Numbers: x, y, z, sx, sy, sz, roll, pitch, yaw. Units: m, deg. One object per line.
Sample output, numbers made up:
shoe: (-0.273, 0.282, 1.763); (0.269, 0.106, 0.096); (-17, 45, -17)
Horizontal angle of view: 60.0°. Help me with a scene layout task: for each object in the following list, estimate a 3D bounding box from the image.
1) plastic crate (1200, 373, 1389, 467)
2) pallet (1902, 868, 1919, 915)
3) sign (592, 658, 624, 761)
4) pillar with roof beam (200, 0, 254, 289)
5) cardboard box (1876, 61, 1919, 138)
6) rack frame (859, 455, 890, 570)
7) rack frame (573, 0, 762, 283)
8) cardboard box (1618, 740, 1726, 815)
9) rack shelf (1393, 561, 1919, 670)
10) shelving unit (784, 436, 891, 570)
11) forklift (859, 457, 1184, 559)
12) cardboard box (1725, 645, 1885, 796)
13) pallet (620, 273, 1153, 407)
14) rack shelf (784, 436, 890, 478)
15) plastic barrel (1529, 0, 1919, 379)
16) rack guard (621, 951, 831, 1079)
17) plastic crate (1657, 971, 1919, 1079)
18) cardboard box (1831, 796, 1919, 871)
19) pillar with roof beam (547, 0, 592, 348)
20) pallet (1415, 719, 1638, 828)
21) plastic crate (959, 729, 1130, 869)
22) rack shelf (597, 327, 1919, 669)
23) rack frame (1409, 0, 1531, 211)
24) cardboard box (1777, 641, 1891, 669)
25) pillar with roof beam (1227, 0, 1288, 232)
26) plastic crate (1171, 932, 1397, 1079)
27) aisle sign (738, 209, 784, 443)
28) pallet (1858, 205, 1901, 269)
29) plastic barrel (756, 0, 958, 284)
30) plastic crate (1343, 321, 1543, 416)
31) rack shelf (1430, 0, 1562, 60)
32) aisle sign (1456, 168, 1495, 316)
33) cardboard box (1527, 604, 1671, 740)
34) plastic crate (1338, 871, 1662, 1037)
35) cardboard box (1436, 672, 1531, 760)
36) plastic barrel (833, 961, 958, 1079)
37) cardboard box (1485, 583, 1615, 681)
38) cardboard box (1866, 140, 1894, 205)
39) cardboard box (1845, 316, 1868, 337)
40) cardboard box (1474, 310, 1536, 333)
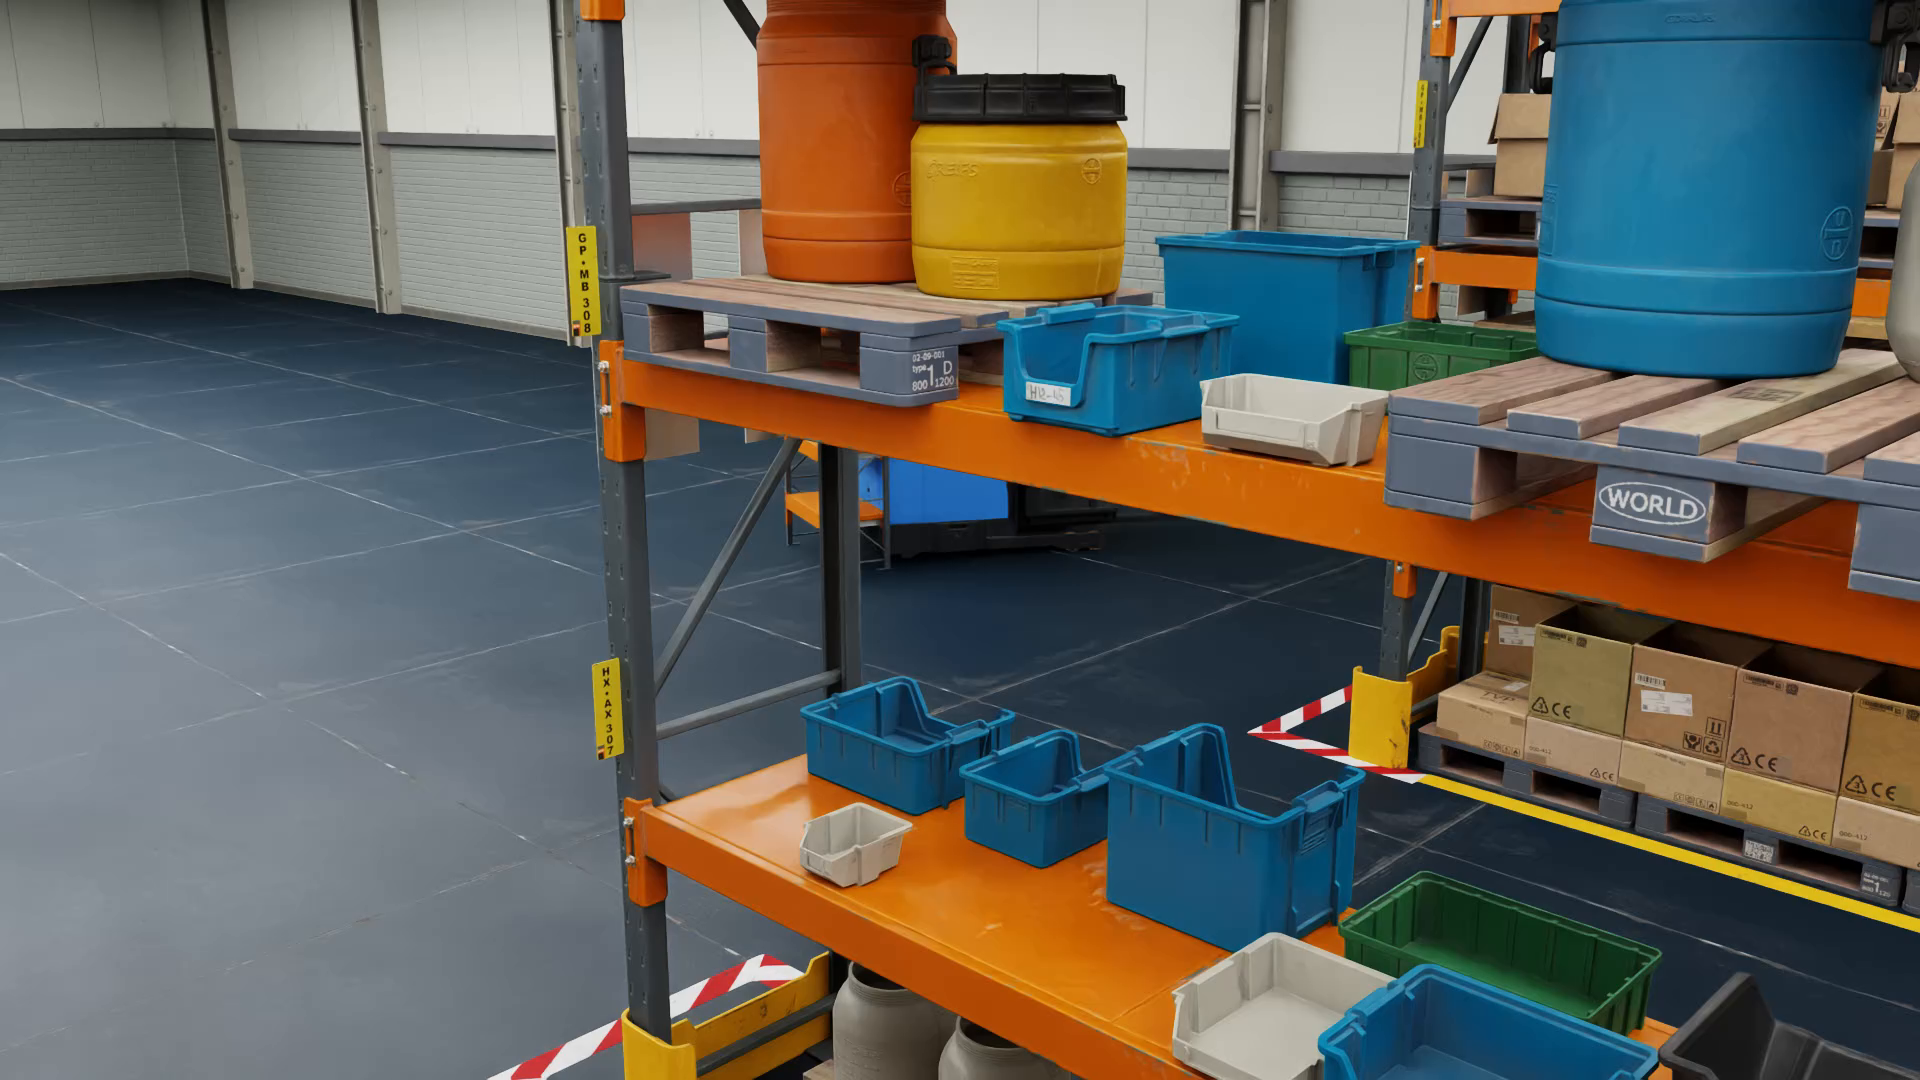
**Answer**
plastic crate: (0.698, -0.252, 3.525); (0.396, 0.136, 0.243); (14, 20, 42)
pallet: (5.031, 1.583, 7.437); (1.213, 0.211, 1.003); (14, 20, 42)
sign: (-1.131, 0.544, 5.345); (0.005, 0.325, 0.100); (14, 20, 42)
pillar with roof beam: (-17.349, -8.626, 29.189); (0.400, 9.000, 9.100); (14, 20, 42)
cardboard box: (6.566, -3.004, 11.342); (0.500, 0.500, 0.500); (13, 20, 42)
rack frame: (-0.781, -0.295, 12.833); (0.500, 1.125, 0.032); (-7, 16, -24)
rack frame: (-0.746, -2.324, 5.004); (0.127, 3.000, 1.000); (14, 20, 42)
cardboard box: (3.649, 1.117, 8.318); (0.500, 0.250, 0.500); (14, 20, 42)
rack shelf: (4.135, 0.379, 7.956); (4.000, 0.370, 1.077); (14, 20, 42)
shelving unit: (-0.992, -0.412, 13.281); (0.538, 1.125, 1.048); (-7, 16, -24)
forklift: (0.714, -1.444, 13.662); (3.031, 2.935, 1.130); (-3, 15, -13)
cardboard box: (4.005, 0.842, 7.883); (0.500, 0.500, 0.500); (14, 20, 42)
pallet: (-0.218, -0.618, 4.782); (1.213, 0.211, 1.003); (14, 20, 42)
rack shelf: (-0.992, -0.695, 13.207); (0.538, 0.278, 1.000); (-7, 16, -24)
plastic barrel: (1.492, -0.812, 3.322); (0.708, 0.901, 0.600); (14, 20, 42)
rack guard: (-0.658, 1.794, 6.057); (0.348, 0.500, 1.175); (14, 20, 42)
plastic crate: (1.845, 1.195, 3.522); (0.504, 0.338, 0.767); (14, 20, 42)
cardboard box: (4.366, 1.293, 7.643); (0.500, 0.250, 0.500); (14, 20, 42)
pillar with roof beam: (-8.711, -6.525, 21.129); (0.400, 9.000, 9.100); (14, 20, 42)
pallet: (3.275, 1.156, 9.075); (1.213, 0.211, 1.003); (14, 20, 42)
plastic crate: (0.286, 0.799, 5.211); (0.408, 0.251, 0.499); (14, 20, 42)
rack shelf: (0.694, -0.174, 4.129); (4.000, 0.370, 1.077); (14, 20, 42)
rack frame: (2.695, -3.222, 8.452); (0.127, 3.000, 1.000); (14, 20, 42)
cardboard box: (4.377, 0.745, 8.256); (0.500, 0.500, 0.500); (14, 20, 42)
pillar with roof beam: (-0.072, -4.425, 13.069); (0.400, 9.000, 9.100); (14, 20, 42)
plastic crate: (0.789, 1.169, 4.021); (0.437, 0.136, 0.530); (14, 20, 42)
aisle sign: (-0.591, -0.745, 5.688); (0.004, 0.787, 0.394); (14, 20, 42)
pallet: (4.069, -1.386, 7.529); (1.213, 0.211, 1.003); (14, 20, 42)
plastic barrel: (-0.308, -1.221, 5.037); (0.708, 0.830, 0.600); (14, 20, 42)
plastic crate: (1.187, -0.395, 3.972); (0.450, 0.188, 0.336); (14, 20, 42)
rack shelf: (4.135, -2.331, 7.250); (4.000, 0.370, 1.077); (14, 20, 42)
aisle sign: (2.852, -1.642, 9.129); (0.004, 0.787, 0.394); (14, 20, 42)
cardboard box: (3.288, 0.667, 8.558); (0.500, 0.500, 0.500); (14, 20, 42)
plastic crate: (1.353, 1.093, 4.209); (0.662, 0.188, 0.450); (14, 20, 42)
cardboard box: (2.927, 0.942, 8.987); (0.500, 0.250, 0.500); (14, 20, 42)
plastic barrel: (-0.219, 1.681, 5.632); (0.421, 0.512, 0.421); (0, 15, 0)
cardboard box: (3.288, 0.485, 9.255); (0.500, 0.500, 0.500); (14, 20, 42)
cardboard box: (4.107, -1.748, 7.808); (0.500, 0.311, 0.500); (-12, 19, -38)
cardboard box: (6.266, -1.381, 12.054); (0.500, 0.500, 0.500); (14, 20, 42)
cardboard box: (3.060, -0.902, 8.674); (0.500, 0.500, 0.700); (14, 20, 42)
